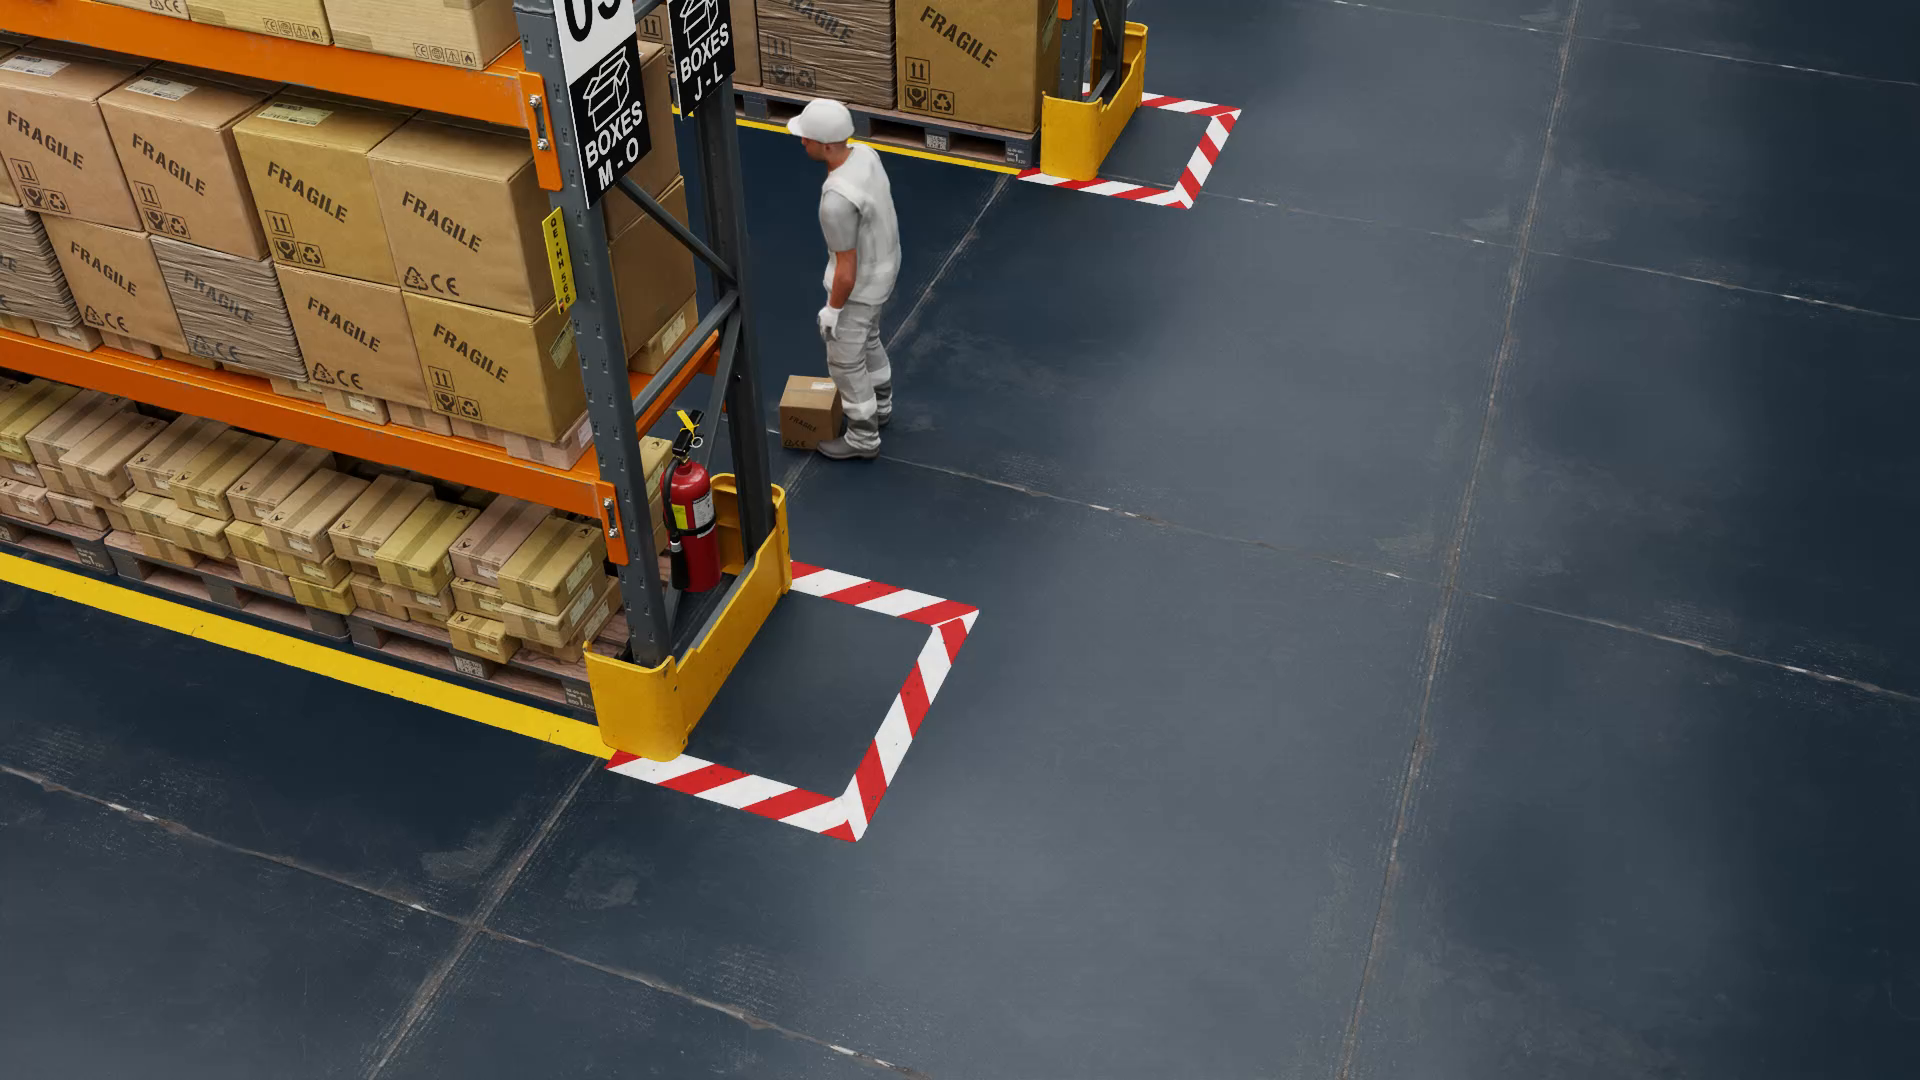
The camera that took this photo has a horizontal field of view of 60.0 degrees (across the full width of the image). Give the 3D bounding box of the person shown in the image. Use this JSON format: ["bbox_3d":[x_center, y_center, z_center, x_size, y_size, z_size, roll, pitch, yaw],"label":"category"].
[{"bbox_3d":[-0.496,-1.157,7.472,0.453,1.779,0.621,8,42,9],"label":"person"}]
